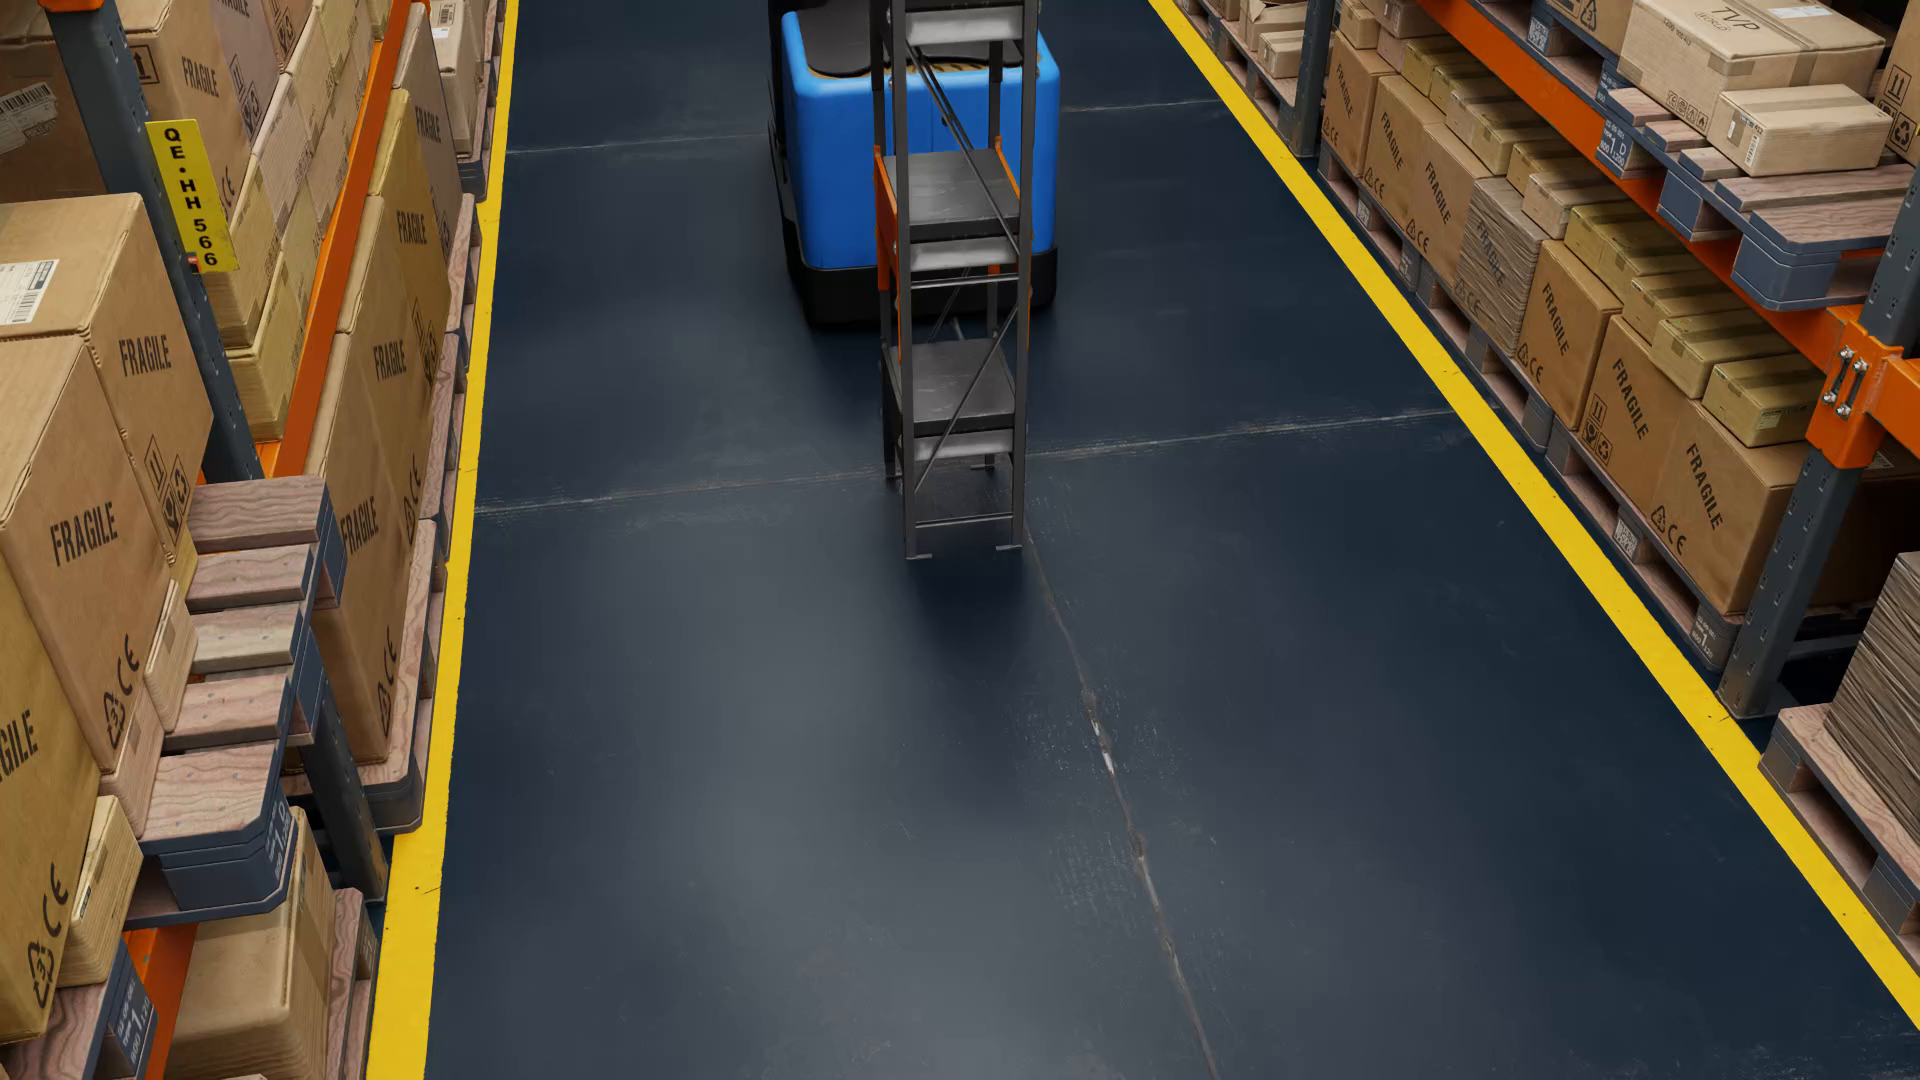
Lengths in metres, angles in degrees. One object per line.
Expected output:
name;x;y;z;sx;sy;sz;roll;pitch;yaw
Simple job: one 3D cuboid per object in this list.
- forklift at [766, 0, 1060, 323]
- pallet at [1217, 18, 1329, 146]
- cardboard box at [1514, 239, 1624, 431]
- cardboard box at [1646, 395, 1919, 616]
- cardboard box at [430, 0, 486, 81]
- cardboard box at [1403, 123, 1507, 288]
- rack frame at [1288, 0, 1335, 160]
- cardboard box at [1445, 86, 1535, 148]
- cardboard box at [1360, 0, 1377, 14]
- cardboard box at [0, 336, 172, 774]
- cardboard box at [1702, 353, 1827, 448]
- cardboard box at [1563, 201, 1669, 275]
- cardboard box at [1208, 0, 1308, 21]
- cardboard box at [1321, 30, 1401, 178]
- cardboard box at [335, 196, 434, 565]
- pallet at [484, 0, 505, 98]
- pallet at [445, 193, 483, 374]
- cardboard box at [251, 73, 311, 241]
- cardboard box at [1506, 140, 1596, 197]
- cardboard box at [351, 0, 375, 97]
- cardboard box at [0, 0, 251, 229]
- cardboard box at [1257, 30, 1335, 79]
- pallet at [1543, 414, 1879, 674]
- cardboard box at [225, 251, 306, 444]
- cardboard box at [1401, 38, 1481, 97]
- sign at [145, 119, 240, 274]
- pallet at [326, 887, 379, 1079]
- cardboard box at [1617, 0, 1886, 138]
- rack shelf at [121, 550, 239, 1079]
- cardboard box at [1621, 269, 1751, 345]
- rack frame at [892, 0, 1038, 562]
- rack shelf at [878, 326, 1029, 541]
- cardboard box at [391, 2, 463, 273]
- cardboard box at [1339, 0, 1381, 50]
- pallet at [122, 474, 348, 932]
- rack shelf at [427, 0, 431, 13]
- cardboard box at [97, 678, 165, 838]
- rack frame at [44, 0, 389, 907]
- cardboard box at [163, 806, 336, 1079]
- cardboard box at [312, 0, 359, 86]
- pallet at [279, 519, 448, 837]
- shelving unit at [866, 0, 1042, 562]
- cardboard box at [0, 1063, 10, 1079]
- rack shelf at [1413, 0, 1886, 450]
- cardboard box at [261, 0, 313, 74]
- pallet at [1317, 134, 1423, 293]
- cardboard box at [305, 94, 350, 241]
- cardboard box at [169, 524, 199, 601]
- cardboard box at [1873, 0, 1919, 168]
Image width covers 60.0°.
forklift;-0.338;-2.943;7.150;1.130;2.935;3.031;-6;38;-7
pallet;2.011;-2.453;8.735;1.003;0.211;1.213;-6;38;-8
cardboard box;2.374;-0.753;5.970;0.500;0.500;0.500;-5;38;-6
cardboard box;2.546;-0.134;5.173;0.500;0.500;0.500;-5;38;-7
cardboard box;-2.918;-2.688;8.511;0.875;0.438;0.875;-7;38;-9
cardboard box;2.180;-1.379;6.775;0.500;0.500;0.500;-7;38;-9
rack frame;2.130;-3.139;7.345;1.000;3.000;0.127;-6;38;-8
cardboard box;2.181;-1.697;6.655;0.380;0.149;0.250;-6;38;-8
cardboard box;1.991;-2.452;7.386;0.380;0.149;0.250;-7;38;-9
cardboard box;-1.600;0.046;2.579;0.500;0.500;0.500;-7;38;-9
cardboard box;2.496;-0.429;5.023;0.380;0.149;0.250;-8;39;-10
cardboard box;2.369;-1.069;5.848;0.380;0.149;0.250;-7;38;-9
cardboard box;1.737;-3.206;9.128;0.700;0.500;0.500;-8;38;-10
cardboard box;1.994;-2.001;7.576;0.500;0.500;0.500;-5;38;-6
cardboard box;-2.246;-0.479;5.311;0.875;0.875;0.875;-6;38;-7
pallet;-3.029;-2.708;9.063;1.003;0.211;1.213;-6;38;-8
pallet;-2.546;-1.044;6.921;1.003;0.211;1.213;-6;38;-8
cardboard box;-1.990;-0.970;4.268;0.500;0.250;0.500;-5;38;-7
cardboard box;2.298;-1.387;6.256;0.380;0.149;0.250;-6;38;-8
cardboard box;-2.271;-1.685;5.596;0.500;0.250;0.500;-7;38;-9
cardboard box;-1.900;-0.945;3.625;0.500;0.500;0.500;-7;38;-9
cardboard box;1.744;-2.484;8.484;0.380;0.149;0.250;-7;38;-9
pallet;2.738;-0.077;5.677;1.003;0.211;1.213;-6;38;-8
cardboard box;-1.893;-0.450;4.007;0.500;0.250;0.500;-7;38;-9
cardboard box;2.112;-2.016;7.066;0.380;0.149;0.250;-8;39;-10
sign;-1.522;-0.677;3.297;0.100;0.325;0.005;-6;38;-8
pallet;-1.919;1.387;3.793;1.003;0.211;1.213;-6;38;-8
cardboard box;2.328;-1.432;4.928;0.500;0.250;0.500;-8;39;-10
rack shelf;-1.704;1.305;2.211;1.077;0.370;4.000;-6;38;-8
cardboard box;2.415;-0.754;5.442;0.380;0.149;0.250;-7;38;-9
rack frame;0.014;-0.782;5.045;0.400;2.100;0.015;-6;38;-8
rack shelf;-0.029;-0.366;5.672;0.431;0.518;0.480;-6;38;-8
cardboard box;-2.568;-1.564;6.707;0.875;0.875;0.875;-5;38;-7
cardboard box;1.931;-2.328;7.469;0.380;0.149;0.250;-5;38;-6
pallet;-1.825;0.308;3.065;1.213;0.211;1.003;-6;38;-8
rack shelf;-3.106;-3.527;8.431;1.077;0.370;4.000;-6;38;-8
cardboard box;-1.523;0.374;2.686;0.380;0.149;0.250;-8;39;-10
rack frame;-2.054;-0.187;3.545;1.000;3.000;0.127;-6;38;-8
cardboard box;-1.965;1.027;3.782;0.950;0.372;0.625;-9;39;-11
cardboard box;-2.141;-1.580;5.054;0.500;0.250;0.500;-6;38;-7
pallet;-2.118;0.430;5.024;1.003;0.211;1.213;-6;38;-8
shelving unit;-0.029;-0.929;5.235;0.431;2.100;0.503;-6;38;-8
cardboard box;-1.415;0.681;1.763;0.500;0.500;0.500;-8;39;-10
rack shelf;2.481;-1.647;6.011;1.077;0.370;4.000;-6;38;-8
cardboard box;-2.072;-1.558;4.414;0.500;0.500;0.500;-5;38;-7
pallet;2.310;-1.550;7.574;1.003;0.211;1.213;-6;38;-8
cardboard box;-2.086;-1.076;4.812;0.500;0.250;0.500;-5;38;-6
cardboard box;-1.647;0.073;3.073;0.380;0.149;0.250;-6;38;-7
cardboard box;2.895;-1.256;4.498;0.500;0.500;0.500;-5;38;-6
